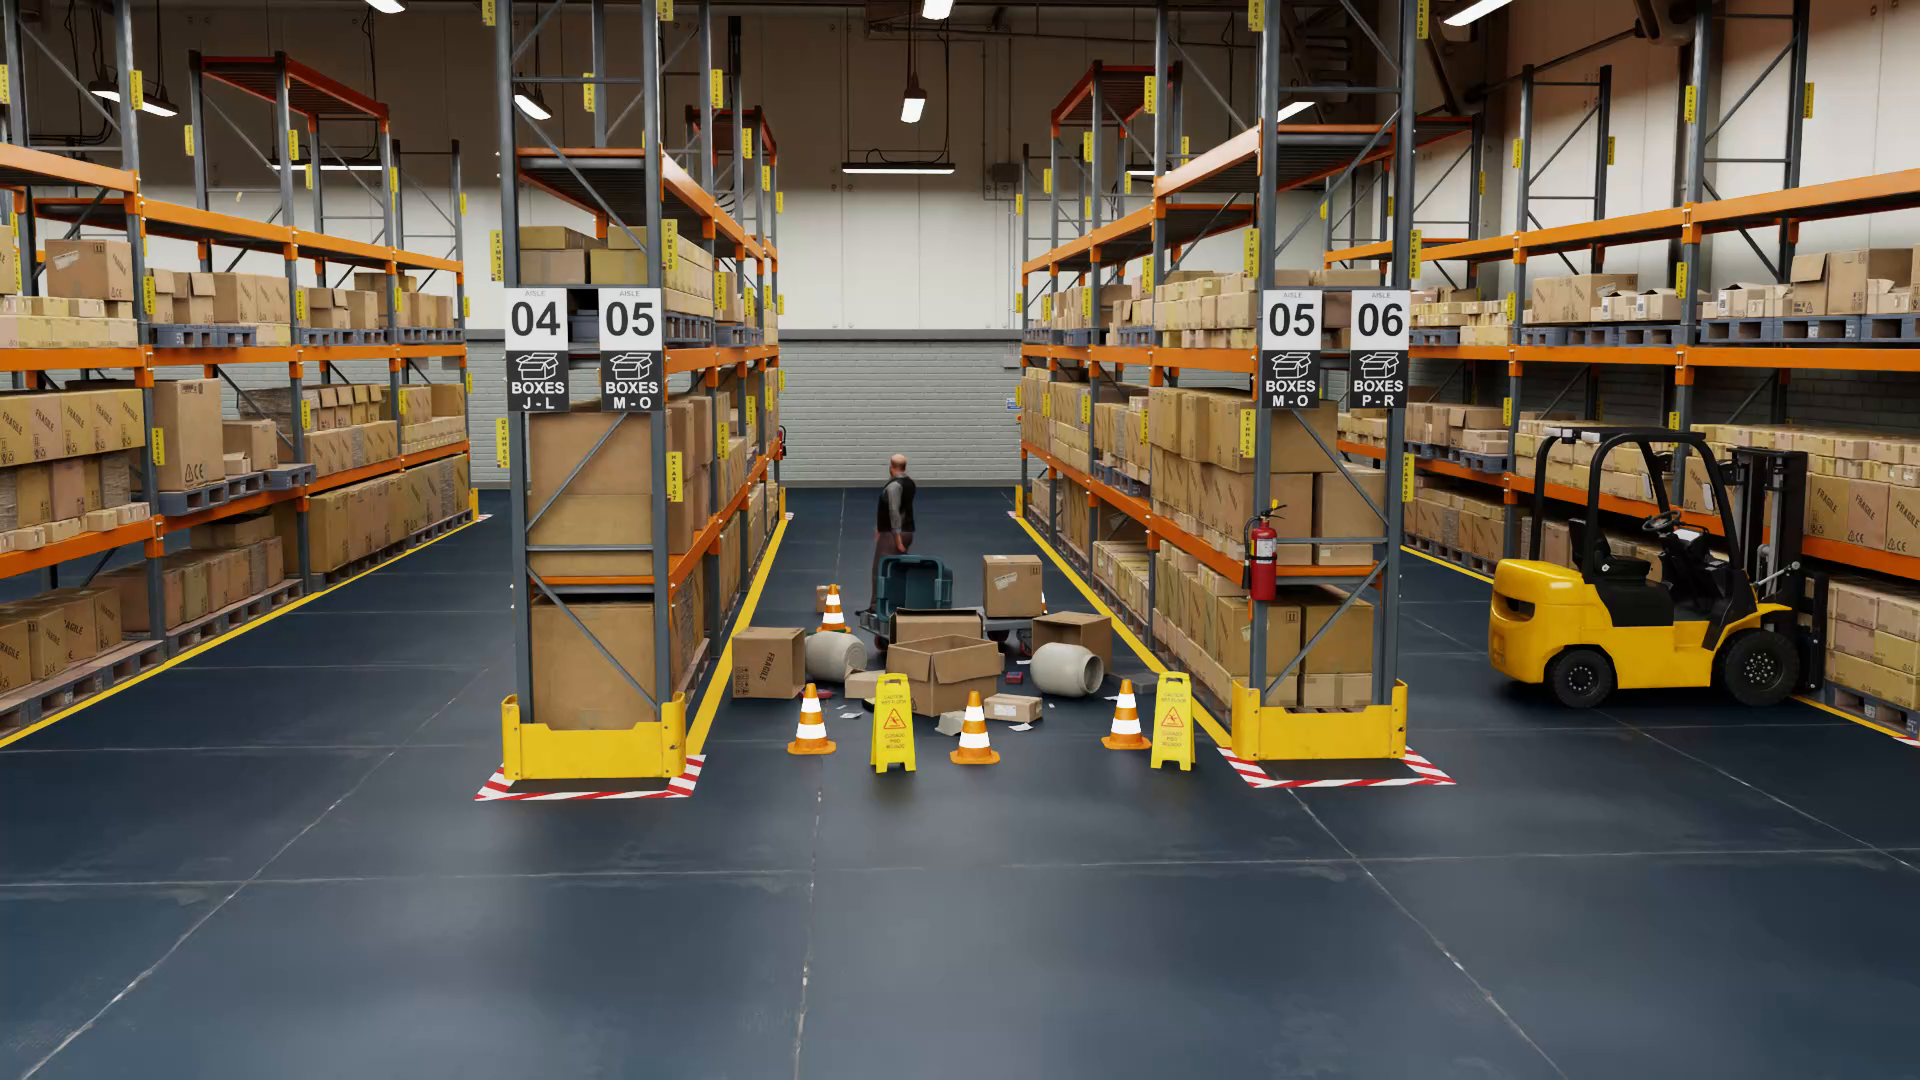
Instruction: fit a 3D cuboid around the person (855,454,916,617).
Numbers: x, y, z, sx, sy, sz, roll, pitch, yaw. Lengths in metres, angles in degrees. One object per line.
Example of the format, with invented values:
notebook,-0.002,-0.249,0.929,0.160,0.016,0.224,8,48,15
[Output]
person,-0.656,-0.045,17.270,0.748,1.692,0.575,3,7,21
